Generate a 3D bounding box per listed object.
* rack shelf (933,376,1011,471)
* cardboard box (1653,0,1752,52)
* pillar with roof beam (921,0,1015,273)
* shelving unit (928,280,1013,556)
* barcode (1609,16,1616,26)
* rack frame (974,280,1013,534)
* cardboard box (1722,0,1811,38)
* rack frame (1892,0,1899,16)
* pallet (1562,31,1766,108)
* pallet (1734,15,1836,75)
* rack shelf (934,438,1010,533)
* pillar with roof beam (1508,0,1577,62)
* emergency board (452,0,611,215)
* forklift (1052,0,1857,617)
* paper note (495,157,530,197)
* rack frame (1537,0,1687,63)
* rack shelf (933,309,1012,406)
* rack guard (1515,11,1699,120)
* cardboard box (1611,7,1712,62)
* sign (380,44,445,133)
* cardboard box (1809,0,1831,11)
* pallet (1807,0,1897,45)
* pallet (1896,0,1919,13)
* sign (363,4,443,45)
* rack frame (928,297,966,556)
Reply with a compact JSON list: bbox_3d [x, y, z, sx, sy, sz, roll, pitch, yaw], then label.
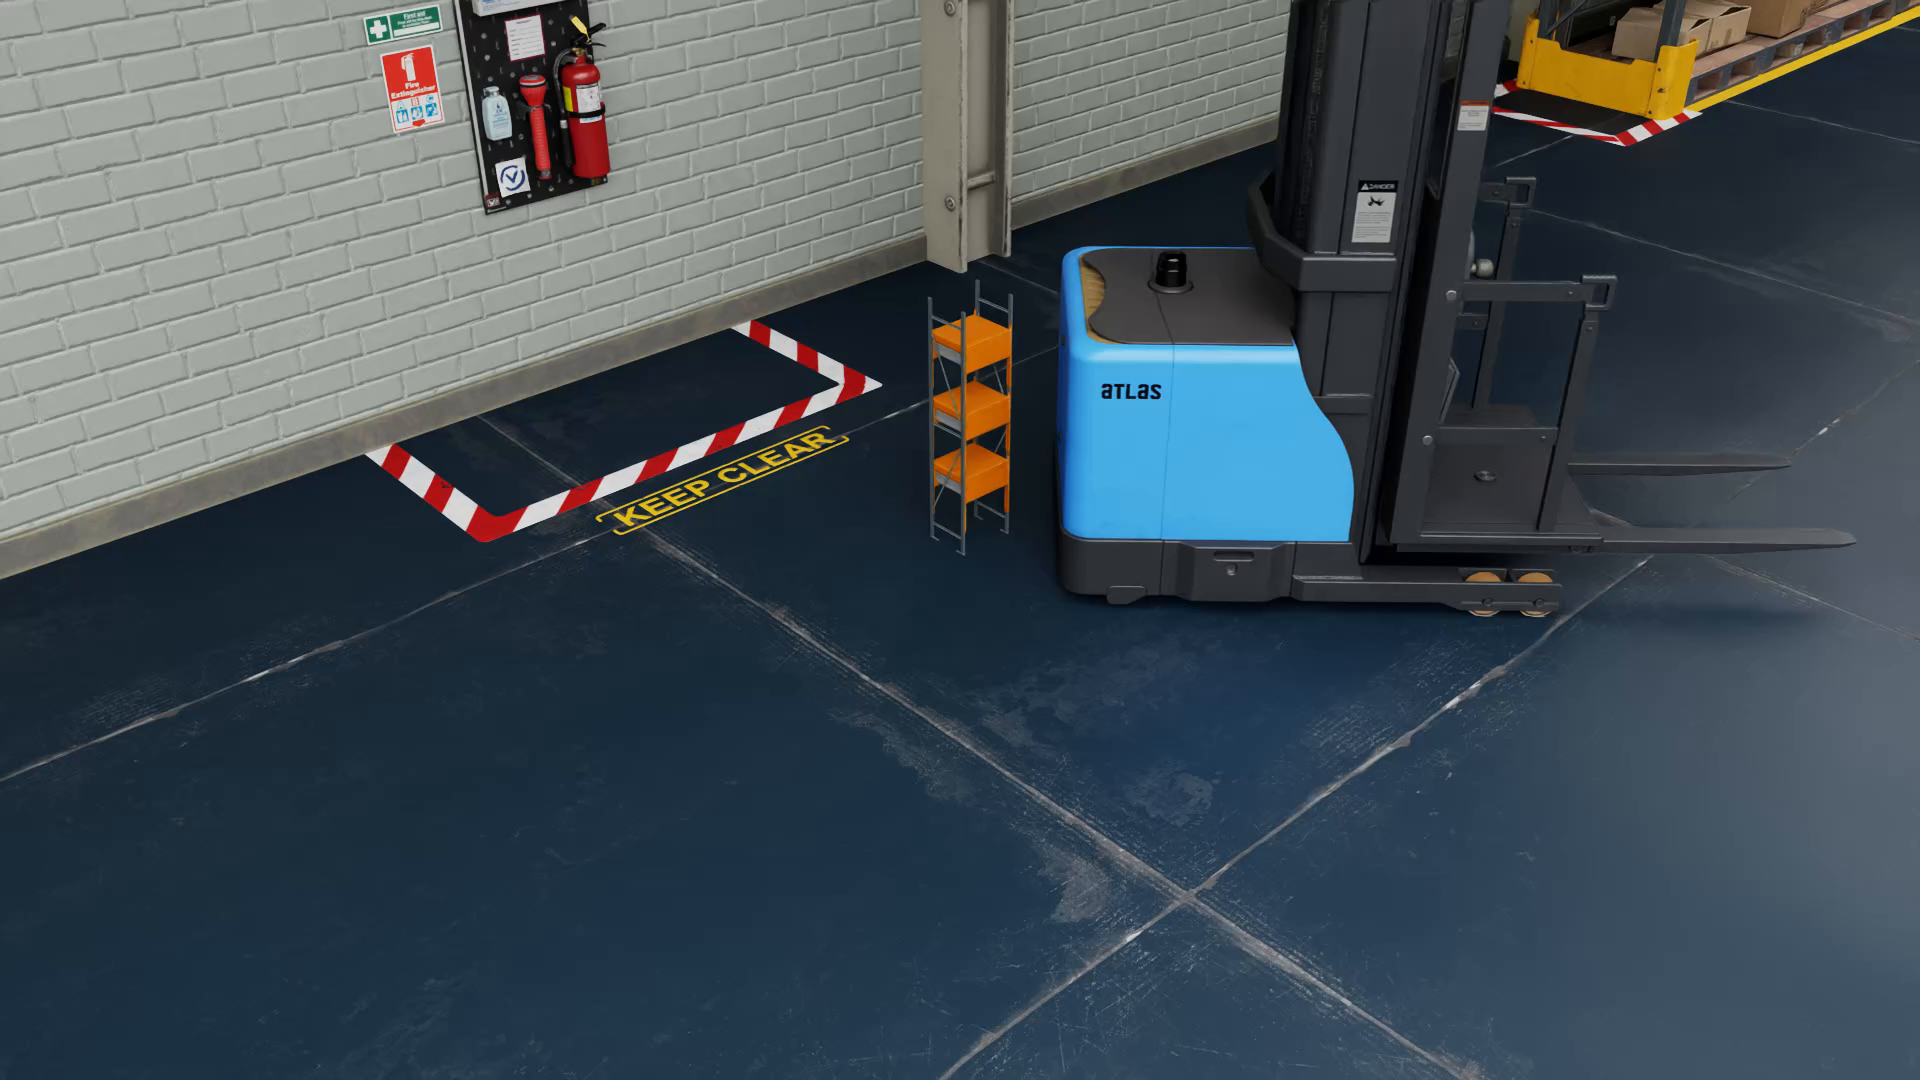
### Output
[{"bbox_3d":[0.039,-0.458,6.513,0.240,0.259,0.215,-26,40,-35],"label":"rack shelf"},{"bbox_3d":[5.504,-3.879,12.373,0.500,0.311,0.500,-22,38,-32],"label":"cardboard box"},{"bbox_3d":[2.970,-3.788,4.319,0.400,9.000,9.100,-26,40,-35],"label":"pillar with roof beam"},{"bbox_3d":[0.039,-0.467,6.507,0.252,1.050,0.215,-26,40,-35],"label":"shelving unit"},{"bbox_3d":[4.827,-3.840,12.301,0.075,0.075,0.001,-26,40,-35],"label":"barcode"},{"bbox_3d":[0.129,-0.510,6.578,0.008,1.050,0.200,-26,40,-35],"label":"rack frame"},{"bbox_3d":[6.076,-4.200,12.718,0.700,0.500,0.500,26,40,36],"label":"cardboard box"},{"bbox_3d":[7.450,-5.844,13.431,0.127,3.000,1.000,-26,40,-35],"label":"rack frame"},{"bbox_3d":[5.193,-3.537,12.331,1.213,0.211,1.003,-26,40,-35],"label":"pallet"},{"bbox_3d":[6.087,-3.967,13.036,1.213,0.211,1.003,-26,40,-35],"label":"pallet"},{"bbox_3d":[0.039,-0.221,6.658,0.240,0.259,0.215,-26,40,-35],"label":"rack shelf"},{"bbox_3d":[7.369,-5.917,7.800,0.400,9.000,9.100,-26,40,-35],"label":"pillar with roof beam"},{"bbox_3d":[-1.795,-2.014,7.168,0.643,1.169,0.194,-26,40,-35],"label":"emergency board"},{"bbox_3d":[1.897,-1.241,5.970,3.031,2.935,1.130,1,31,1],"label":"forklift"},{"bbox_3d":[-1.972,-1.602,7.338,0.142,0.148,0.016,-26,40,-35],"label":"paper note"},{"bbox_3d":[4.517,-4.425,11.111,0.127,3.000,1.000,-26,40,-35],"label":"rack frame"},{"bbox_3d":[0.039,-0.700,6.365,0.240,0.259,0.215,-26,40,-35],"label":"rack shelf"},{"bbox_3d":[4.573,-3.385,11.807,0.348,0.500,1.175,-26,40,-35],"label":"rack guard"},{"bbox_3d":[5.086,-3.676,12.042,0.500,0.311,0.500,24,39,34],"label":"cardboard box"},{"bbox_3d":[-2.271,-1.872,6.902,0.234,0.329,0.001,-26,40,-35],"label":"sign"},{"bbox_3d":[6.716,-4.581,13.341,0.500,0.500,0.500,26,40,35],"label":"cardboard box"},{"bbox_3d":[6.982,-4.402,13.747,1.213,0.211,1.003,-26,40,-35],"label":"pallet"},{"bbox_3d":[8.020,-4.931,14.611,1.213,0.211,1.003,-26,40,-35],"label":"pallet"},{"bbox_3d":[-2.262,-2.097,6.761,0.331,0.109,0.001,-26,40,-35],"label":"sign"},{"bbox_3d":[-0.050,-0.424,6.436,0.008,1.050,0.200,-26,40,-35],"label":"rack frame"}]
